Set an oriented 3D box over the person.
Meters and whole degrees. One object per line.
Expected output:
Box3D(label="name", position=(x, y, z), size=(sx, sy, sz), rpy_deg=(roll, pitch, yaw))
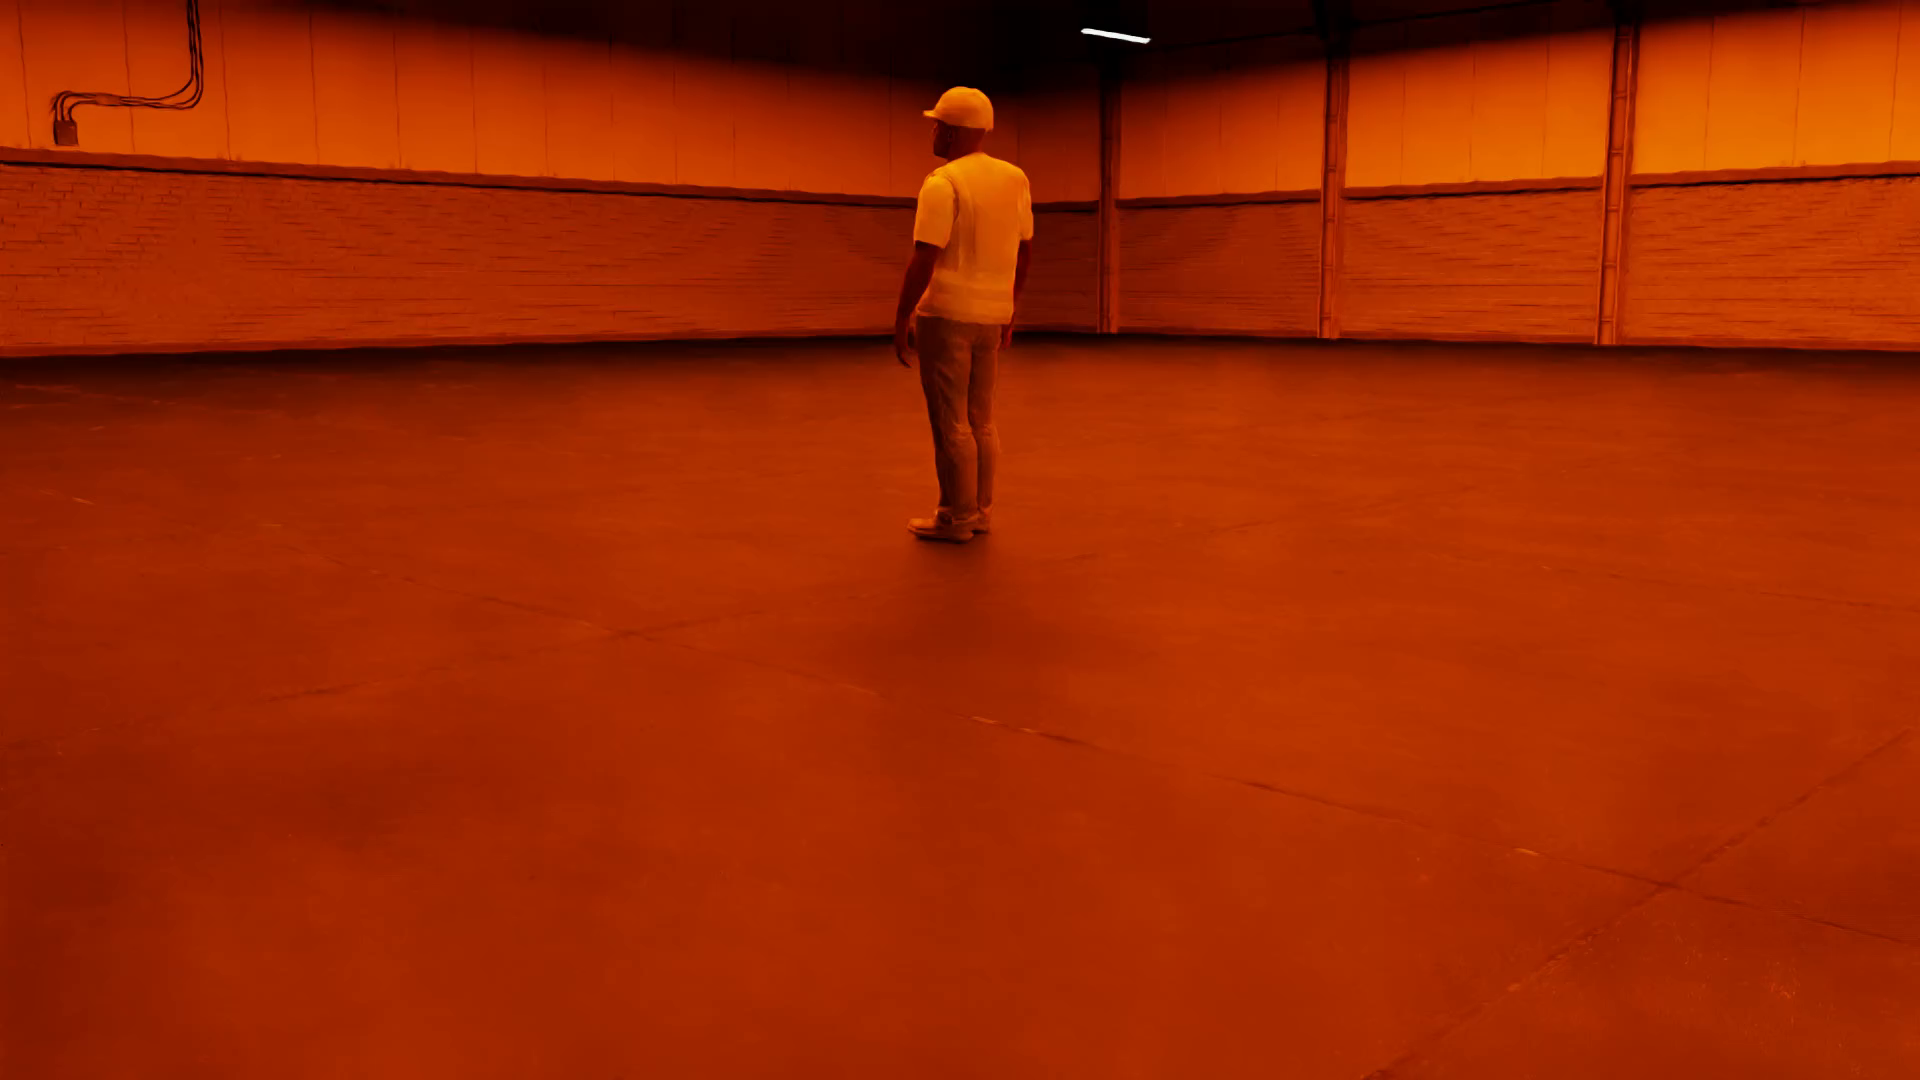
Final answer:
Box3D(label="person", position=(-0.046, -0.888, 6.636), size=(0.576, 1.766, 0.665), rpy_deg=(8, 12, 43))
